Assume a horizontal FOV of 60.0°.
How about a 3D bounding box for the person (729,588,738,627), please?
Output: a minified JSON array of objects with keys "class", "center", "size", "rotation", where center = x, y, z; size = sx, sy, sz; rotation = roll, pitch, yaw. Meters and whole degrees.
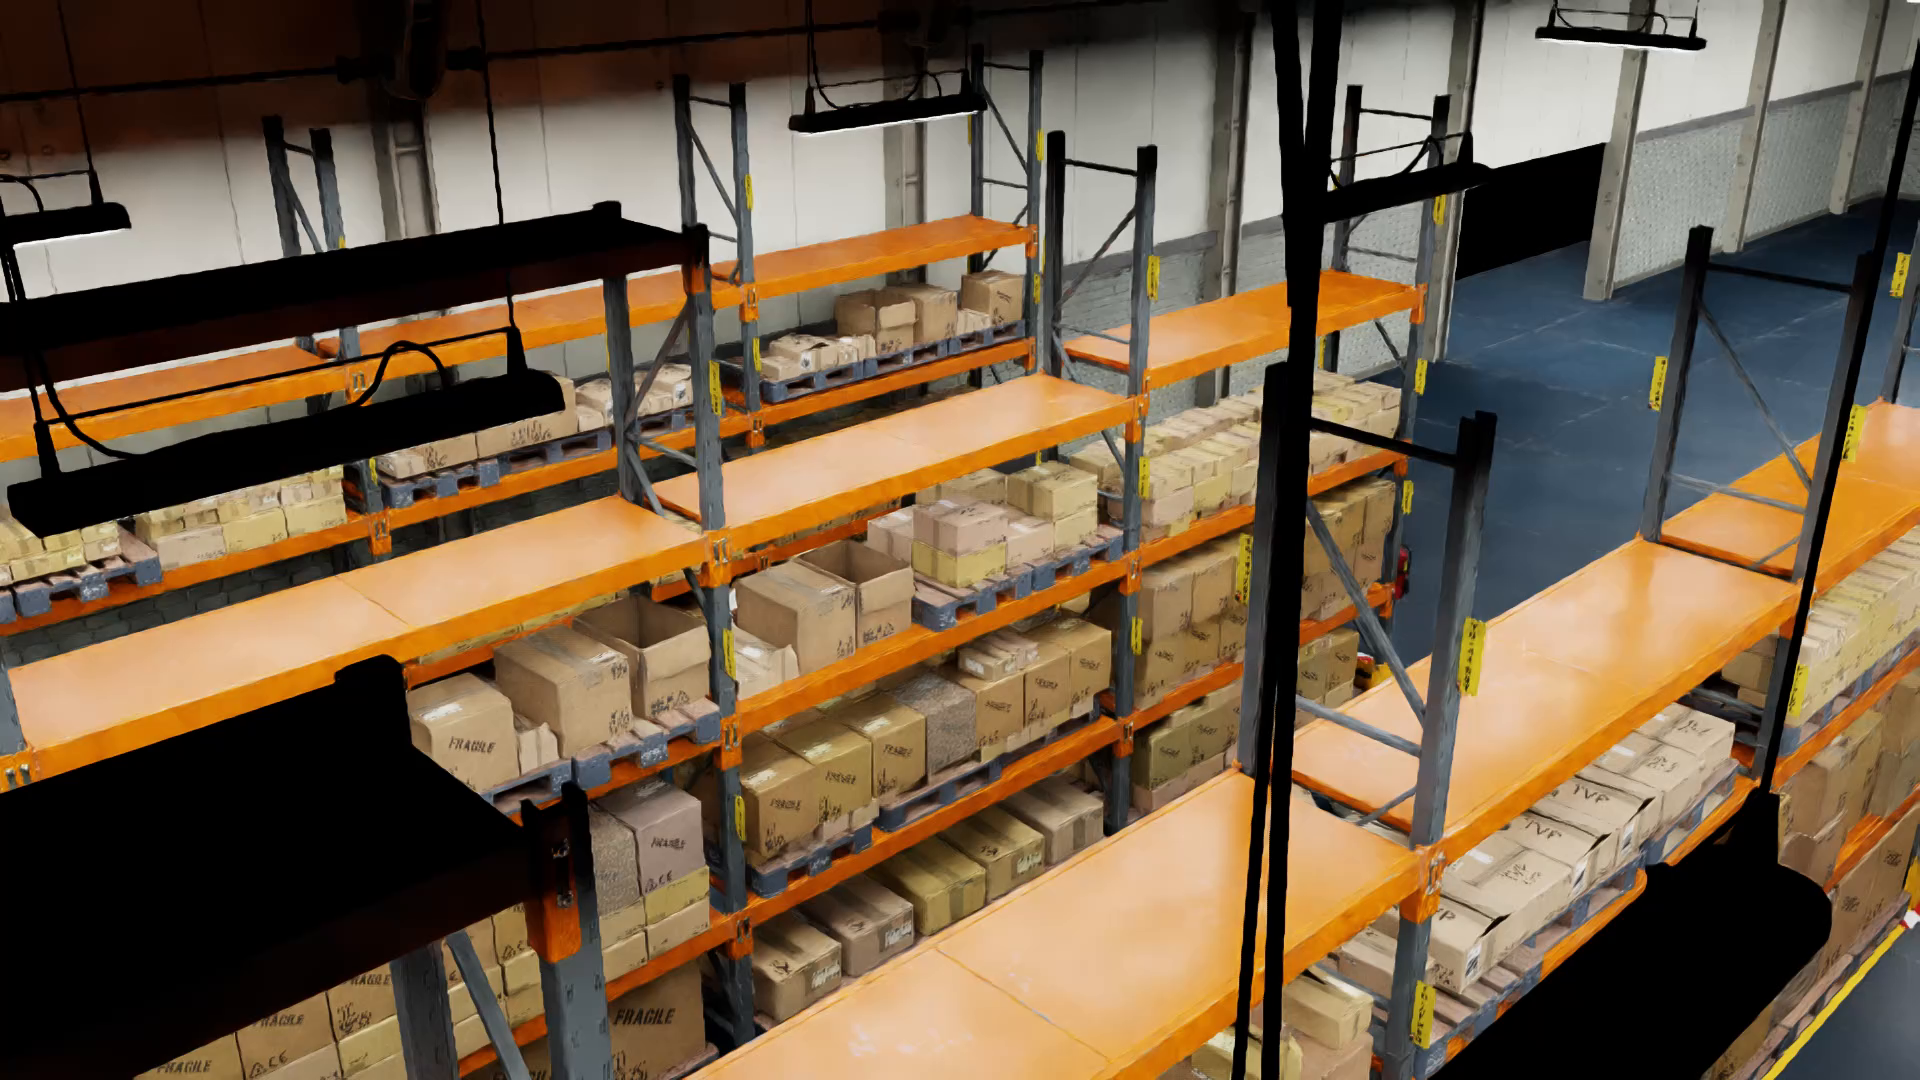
[{"class":"person","center":[-2.016,1.267,15.447],"size":[0.669,1.764,0.574],"rotation":[-6,23,-15]}]
